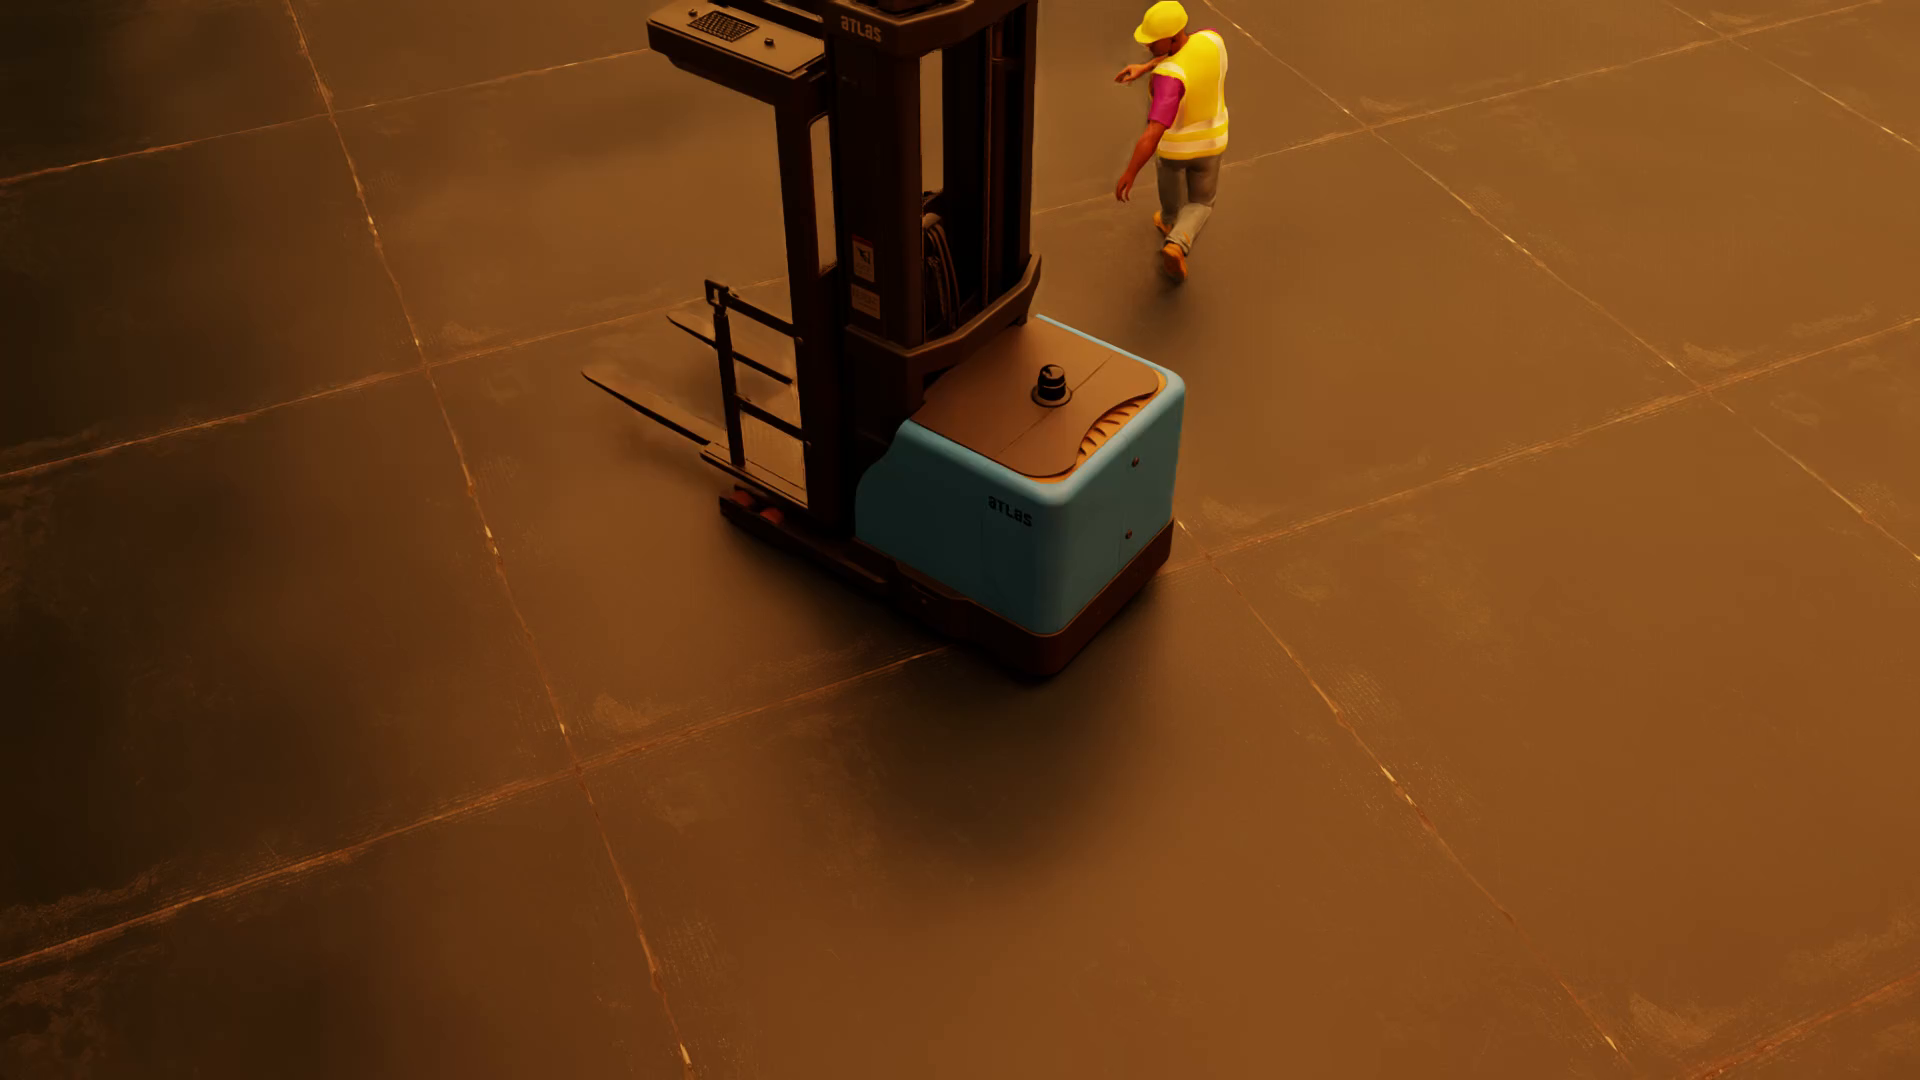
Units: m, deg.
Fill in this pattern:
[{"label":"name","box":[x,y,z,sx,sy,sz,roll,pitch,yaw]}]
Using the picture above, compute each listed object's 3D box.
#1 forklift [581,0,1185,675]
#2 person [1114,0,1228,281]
[{"label":"forklift","box":[-0.514,-1.321,7.095,3.031,2.935,1.130,27,50,26]},{"label":"person","box":[1.145,-2.211,9.122,0.672,1.530,0.918,-4,43,-5]}]
